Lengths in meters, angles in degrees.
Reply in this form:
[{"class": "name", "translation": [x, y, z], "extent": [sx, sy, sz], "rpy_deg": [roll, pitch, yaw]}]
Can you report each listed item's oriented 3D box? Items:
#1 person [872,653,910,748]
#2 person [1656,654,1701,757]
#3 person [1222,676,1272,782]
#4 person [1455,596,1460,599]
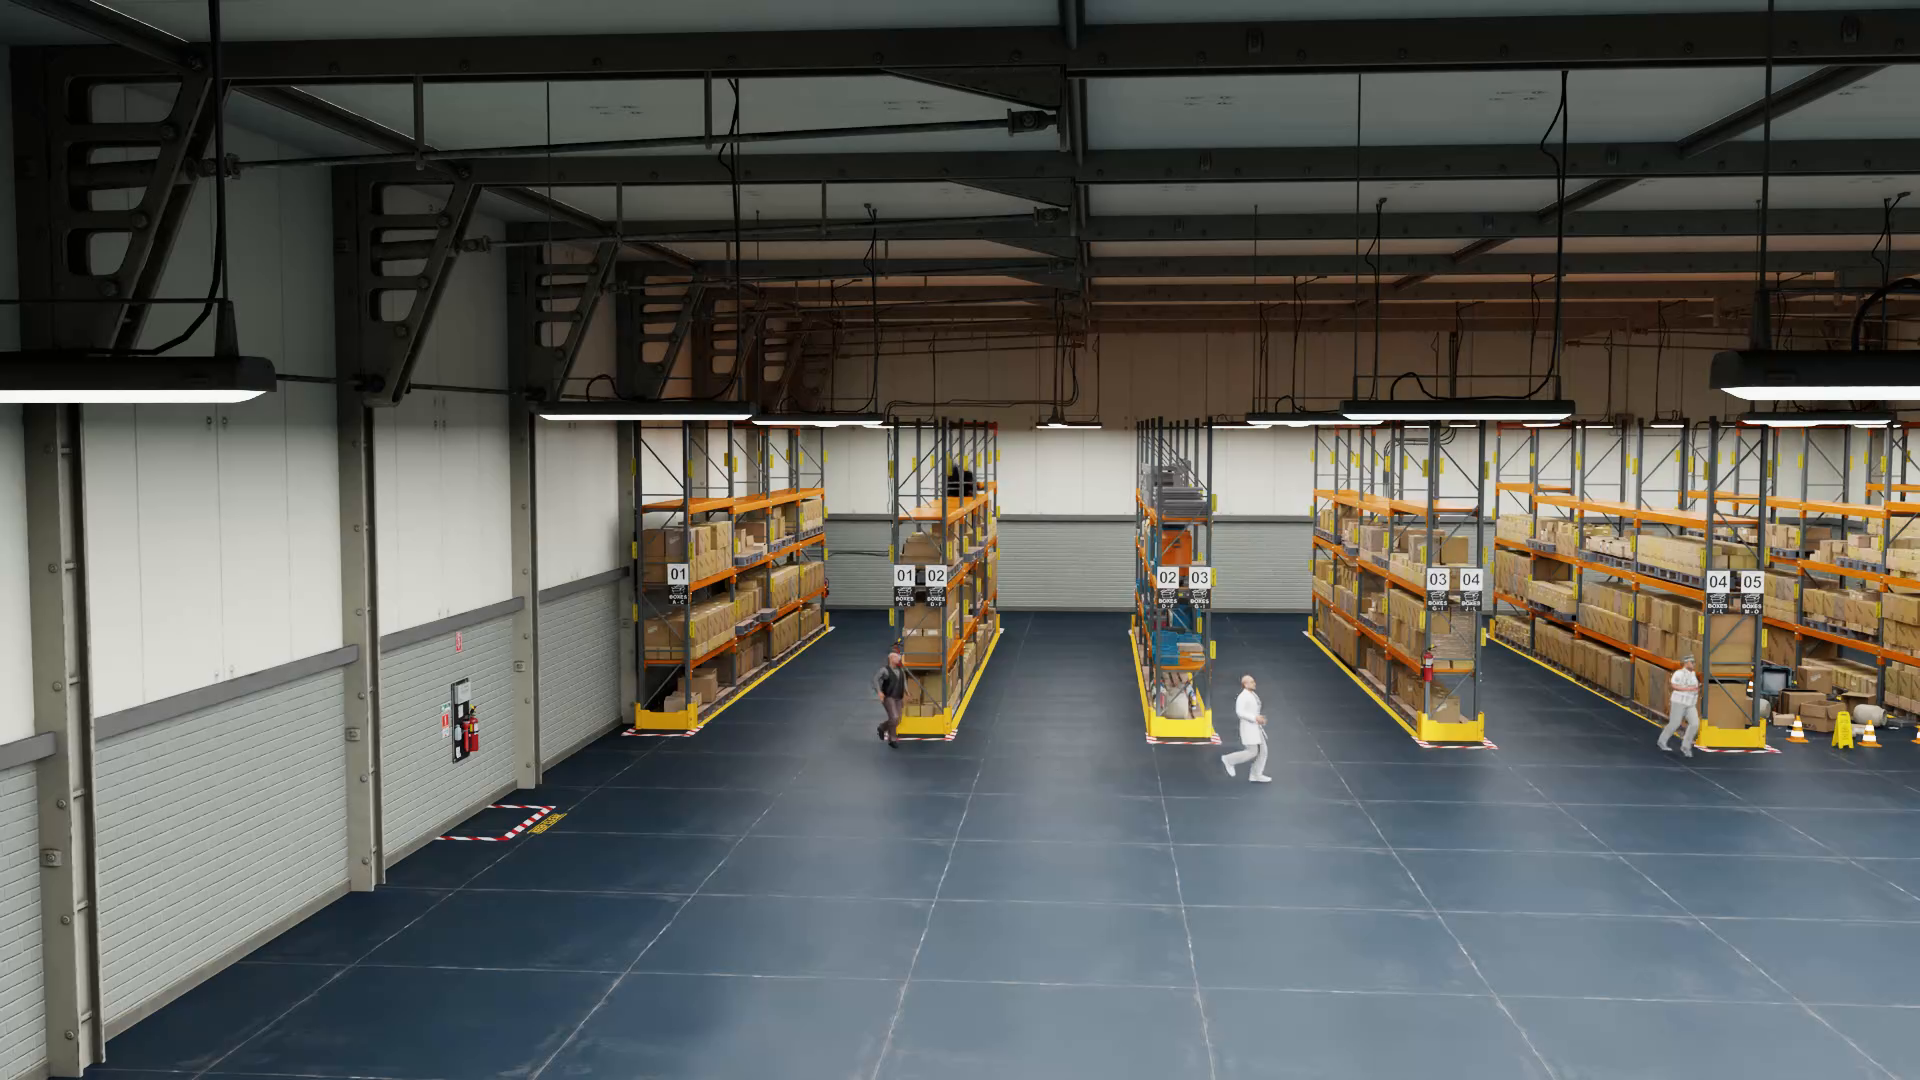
[{"class": "person", "translation": [-1.222, 2.912, 30.370], "extent": [0.709, 1.694, 0.698], "rpy_deg": [-3, 5, -41]}, {"class": "person", "translation": [12.840, 2.934, 29.523], "extent": [0.654, 1.844, 0.743], "rpy_deg": [-2, 4, -26]}, {"class": "person", "translation": [4.708, 3.181, 27.194], "extent": [0.803, 1.526, 0.717], "rpy_deg": [2, 4, 26]}, {"class": "person", "translation": [13.814, 1.802, 46.467], "extent": [0.698, 1.781, 0.863], "rpy_deg": [3, 5, 42]}]
